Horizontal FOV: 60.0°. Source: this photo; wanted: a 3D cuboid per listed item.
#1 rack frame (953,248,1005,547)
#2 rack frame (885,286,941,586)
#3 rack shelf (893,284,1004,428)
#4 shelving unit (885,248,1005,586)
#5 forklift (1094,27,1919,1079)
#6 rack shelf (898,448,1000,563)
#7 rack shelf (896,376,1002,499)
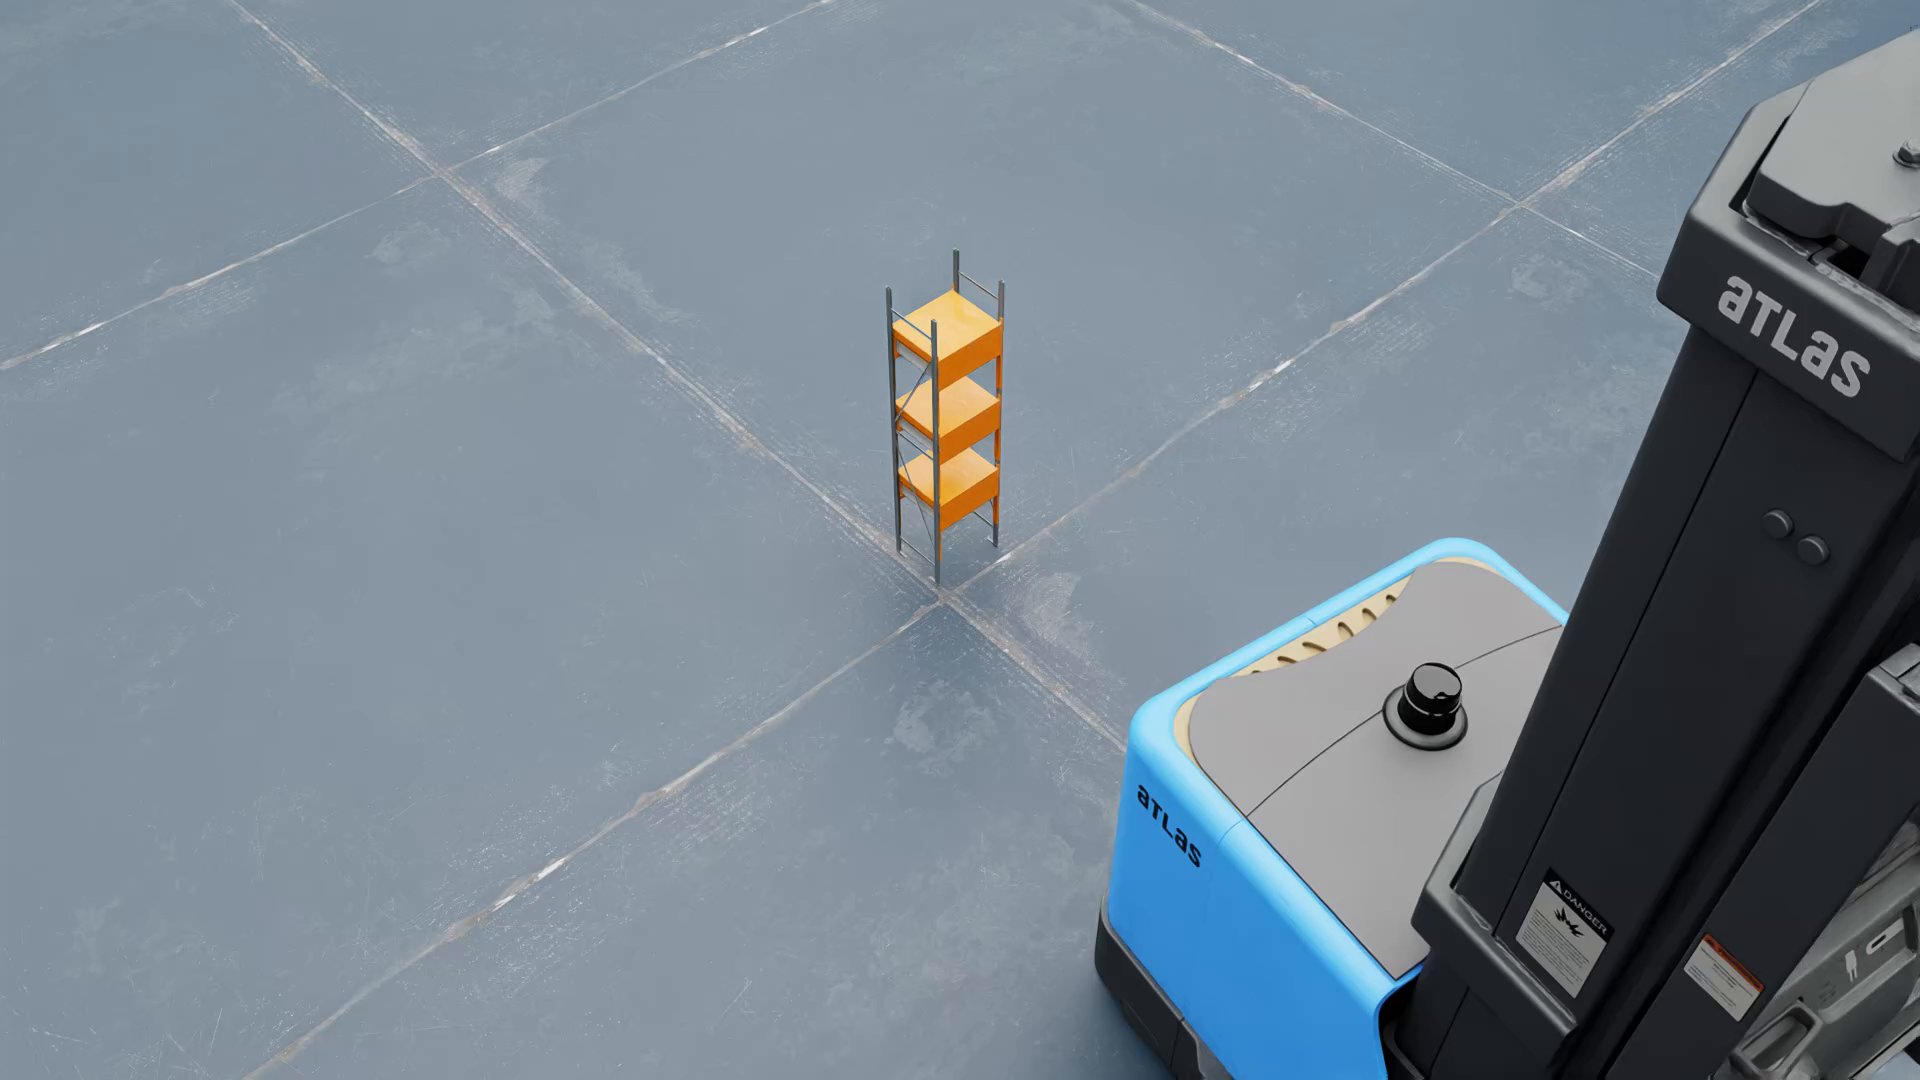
[{"bbox_3d":[0.051,-0.390,4.895,0.008,1.050,0.200,-34,56,-27],"label":"rack frame"},{"bbox_3d":[-0.130,-0.269,4.784,0.008,1.050,0.200,-34,56,-27],"label":"rack frame"},{"bbox_3d":[-0.040,-0.515,4.639,0.240,0.259,0.215,-34,56,-27],"label":"rack shelf"},{"bbox_3d":[-0.040,-0.330,4.840,0.252,1.050,0.215,-34,56,-27],"label":"shelving unit"},{"bbox_3d":[1.568,0.804,2.514,1.130,2.935,3.031,-26,52,-22],"label":"forklift"},{"bbox_3d":[-0.040,-0.134,5.052,0.240,0.259,0.215,-34,56,-27],"label":"rack shelf"},{"bbox_3d":[-0.040,-0.322,4.848,0.240,0.259,0.215,-34,56,-27],"label":"rack shelf"}]
